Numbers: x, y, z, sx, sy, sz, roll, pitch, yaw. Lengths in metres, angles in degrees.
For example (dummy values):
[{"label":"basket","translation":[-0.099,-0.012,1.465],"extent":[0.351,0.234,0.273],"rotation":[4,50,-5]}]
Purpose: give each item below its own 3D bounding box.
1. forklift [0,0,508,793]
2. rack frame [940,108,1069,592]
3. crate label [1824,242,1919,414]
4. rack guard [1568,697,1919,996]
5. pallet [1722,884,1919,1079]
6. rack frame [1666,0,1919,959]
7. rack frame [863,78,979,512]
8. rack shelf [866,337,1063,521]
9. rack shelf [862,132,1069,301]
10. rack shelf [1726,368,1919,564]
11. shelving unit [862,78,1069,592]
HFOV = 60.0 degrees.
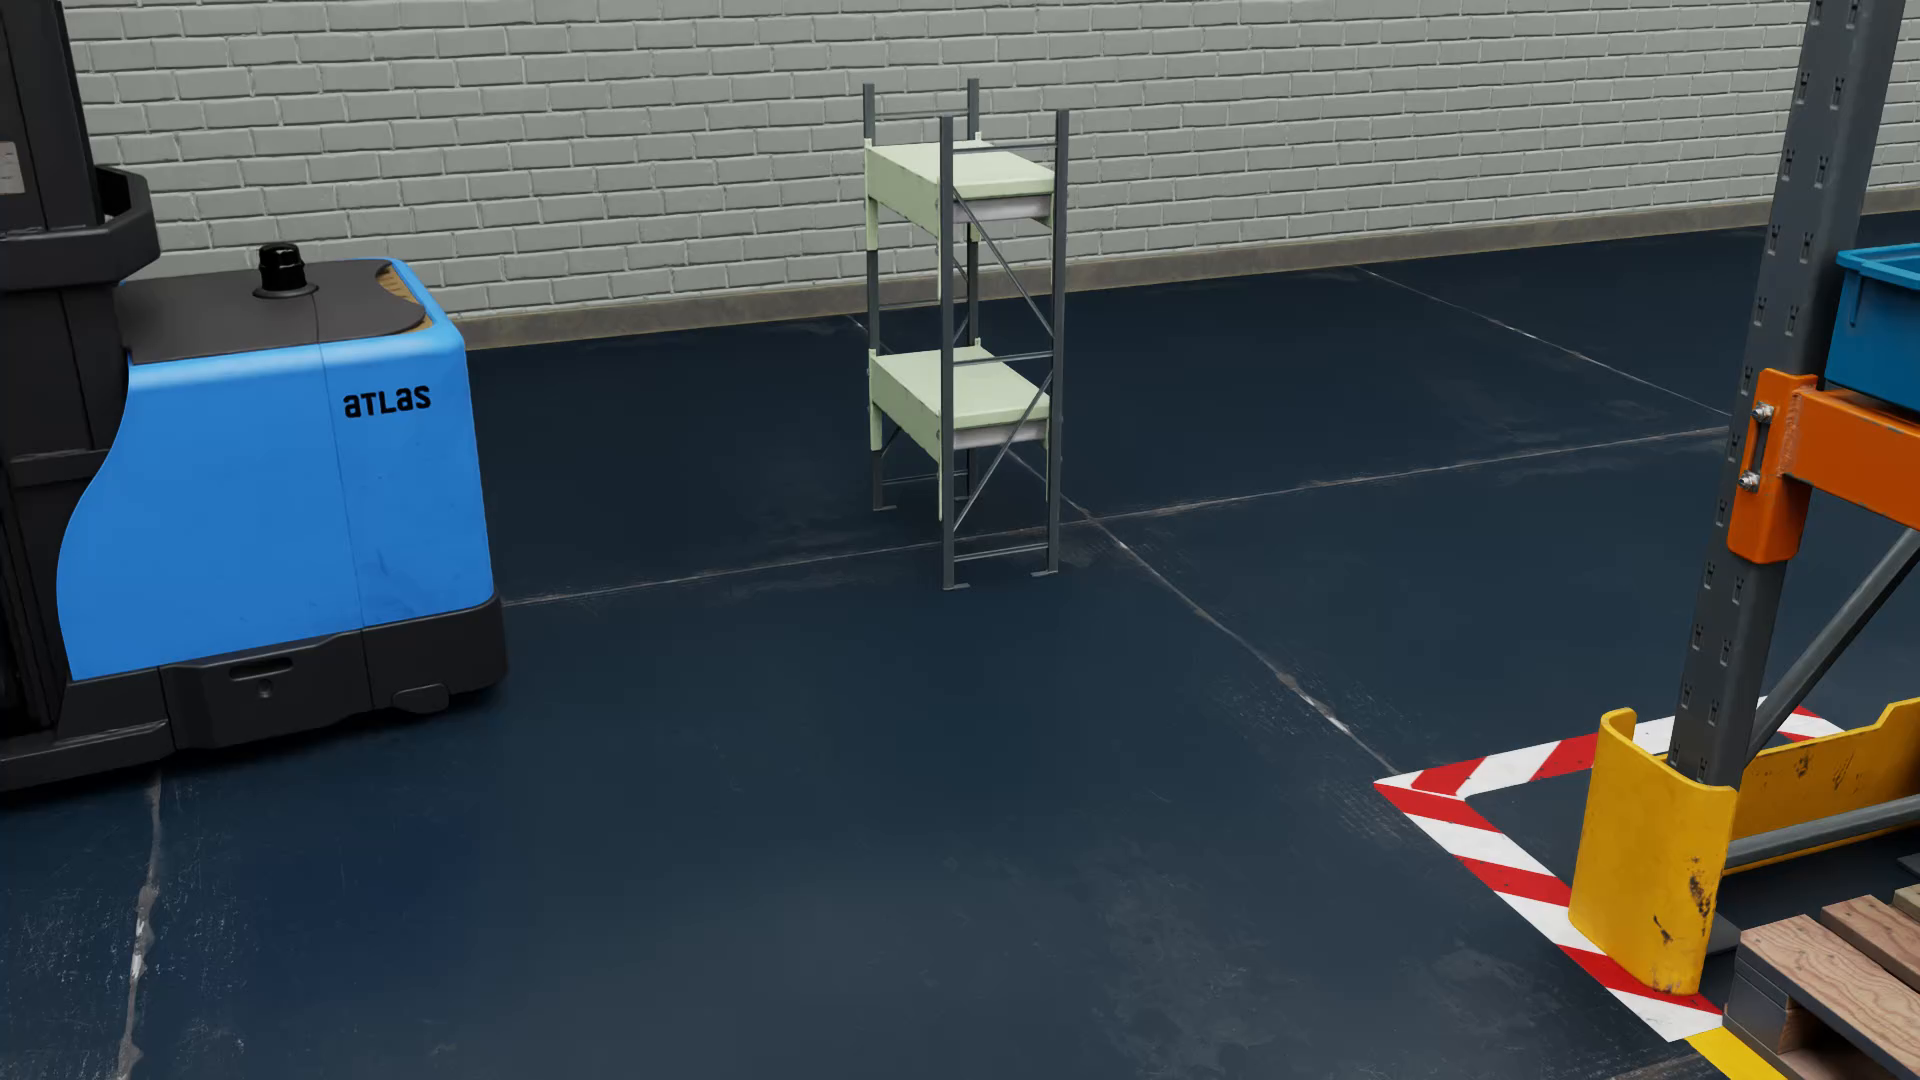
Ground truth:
[{"label":"forklift","translation":[-2.828,-0.814,3.908],"extent":[3.031,2.935,1.130],"rotation":[-11,25,-24]},{"label":"rack frame","translation":[0.132,-0.556,5.137],"extent":[0.400,1.500,0.023],"rotation":[-8,24,-19]},{"label":"crate label","translation":[1.754,-0.370,2.905],"extent":[0.416,0.233,0.303],"rotation":[-8,24,-19]},{"label":"rack guard","translation":[1.954,0.590,3.706],"extent":[1.175,0.500,0.348],"rotation":[-8,24,-19]},{"label":"pallet","translation":[2.230,1.035,3.022],"extent":[1.003,0.211,1.213],"rotation":[-8,24,-19]},{"label":"rack frame","translation":[1.974,-0.555,3.204],"extent":[1.000,3.000,0.127],"rotation":[-8,24,-19]},{"label":"rack frame","translation":[-0.127,-0.822,5.768],"extent":[0.400,1.500,0.023],"rotation":[-8,24,-19]},{"label":"rack shelf","translation":[0.002,-0.388,5.580],"extent":[0.431,0.370,0.720],"rotation":[-8,24,-19]},{"label":"rack shelf","translation":[0.002,-1.048,5.301],"extent":[0.431,0.370,0.720],"rotation":[-8,24,-19]},{"label":"rack shelf","translation":[2.681,0.504,1.619],"extent":[1.077,0.370,4.000],"rotation":[-8,24,-19]},{"label":"shelving unit","translation":[0.002,-0.689,5.453],"extent":[0.431,1.500,0.755],"rotation":[-8,24,-19]}]
